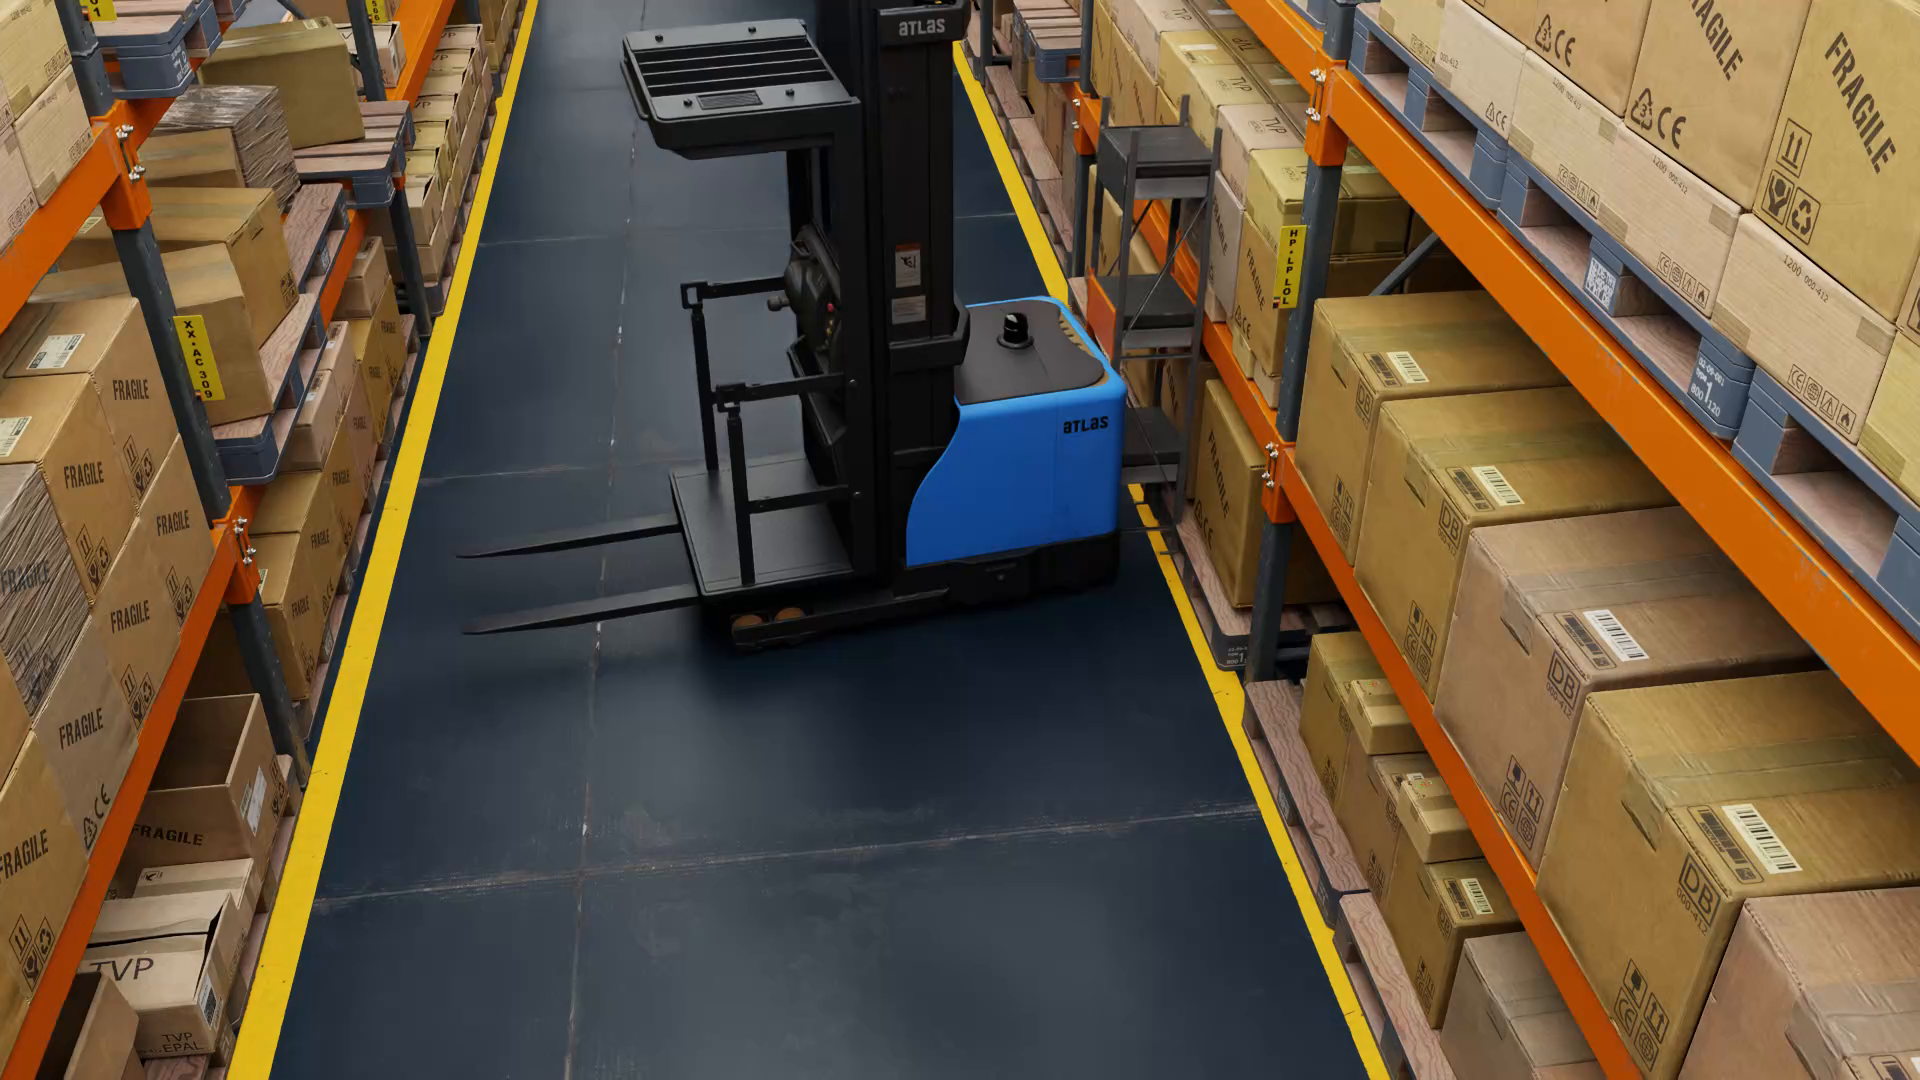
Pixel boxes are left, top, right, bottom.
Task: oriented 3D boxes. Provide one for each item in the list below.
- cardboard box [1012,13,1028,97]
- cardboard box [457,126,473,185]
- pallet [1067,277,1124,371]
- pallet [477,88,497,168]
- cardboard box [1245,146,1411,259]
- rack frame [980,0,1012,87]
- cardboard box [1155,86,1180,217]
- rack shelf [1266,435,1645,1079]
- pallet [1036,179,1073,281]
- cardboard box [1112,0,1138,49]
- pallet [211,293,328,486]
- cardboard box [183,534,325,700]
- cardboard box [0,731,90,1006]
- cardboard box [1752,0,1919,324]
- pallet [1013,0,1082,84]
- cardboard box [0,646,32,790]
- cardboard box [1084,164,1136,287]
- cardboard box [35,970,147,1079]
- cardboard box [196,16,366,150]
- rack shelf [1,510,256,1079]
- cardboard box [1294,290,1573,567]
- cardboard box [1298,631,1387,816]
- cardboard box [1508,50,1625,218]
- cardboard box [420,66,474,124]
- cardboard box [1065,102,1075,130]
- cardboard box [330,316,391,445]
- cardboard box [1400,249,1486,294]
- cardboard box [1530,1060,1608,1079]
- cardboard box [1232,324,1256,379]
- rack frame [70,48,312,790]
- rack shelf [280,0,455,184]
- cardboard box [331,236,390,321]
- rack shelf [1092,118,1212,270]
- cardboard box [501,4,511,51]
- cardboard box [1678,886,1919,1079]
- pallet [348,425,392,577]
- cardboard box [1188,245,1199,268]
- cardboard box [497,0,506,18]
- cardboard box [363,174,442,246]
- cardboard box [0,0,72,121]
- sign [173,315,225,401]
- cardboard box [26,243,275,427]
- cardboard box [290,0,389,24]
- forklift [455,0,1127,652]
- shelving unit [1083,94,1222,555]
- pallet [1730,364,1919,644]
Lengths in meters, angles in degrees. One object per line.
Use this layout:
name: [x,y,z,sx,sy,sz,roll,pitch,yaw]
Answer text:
cardboard box: [0.785,-3.803,12.995,0.700,0.500,0.500,-3,34,-5]
cardboard box: [-3.693,-2.662,11.561,0.500,0.250,0.500,-4,34,-5]
pallet: [1.239,-1.233,9.872,1.003,0.211,1.213,-4,35,-6]
pallet: [-4.101,-3.126,12.649,1.003,0.211,1.213,-4,35,-6]
cardboard box: [1.429,-1.323,6.491,0.500,0.250,0.500,-4,34,-5]
rack frame: [0.670,-5.063,13.016,1.000,3.000,0.127,-4,35,-6]
cardboard box: [1.224,-1.853,7.935,0.500,0.500,0.500,-3,34,-5]
rack shelf: [2.014,0.814,5.030,1.077,0.370,4.000,-4,35,-6]
pallet: [1.104,-2.115,11.166,1.003,0.211,1.213,-4,35,-6]
cardboard box: [1.086,-2.741,8.572,0.500,0.250,0.500,-5,35,-7]
pallet: [-3.162,-0.597,6.632,1.003,0.211,1.213,-4,35,-6]
cardboard box: [-2.986,0.341,6.915,0.500,0.500,0.500,-6,35,-9]
cardboard box: [-2.628,0.855,4.244,0.500,0.500,0.500,-4,34,-6]
cardboard box: [1.858,-0.737,3.010,0.500,0.500,0.500,-3,34,-5]
pallet: [1.006,-3.141,10.366,1.213,0.211,1.003,-4,35,-6]
cardboard box: [-2.633,0.434,3.973,0.500,0.500,0.500,-5,35,-7]
cardboard box: [1.176,-1.696,9.611,0.750,0.750,0.750,-5,35,-7]
cardboard box: [-2.905,1.676,4.953,0.797,0.503,0.637,-4,35,-6]
cardboard box: [-3.504,-2.326,8.538,0.700,0.500,0.500,-16,37,-22]
rack shelf: [-2.894,1.192,4.477,1.077,0.370,4.000,-4,35,-6]
cardboard box: [1.802,-0.419,5.935,0.980,0.700,0.700,-4,34,-6]
cardboard box: [1.744,0.686,6.427,0.700,0.500,0.500,-4,34,-6]
cardboard box: [1.708,-1.015,4.083,0.500,0.250,0.500,-5,35,-8]
cardboard box: [-3.759,-3.182,11.827,0.500,0.311,0.500,-4,35,-7]
cardboard box: [1.105,-2.674,11.339,0.700,0.500,0.500,-4,35,-6]
cardboard box: [-3.273,-0.810,8.604,0.500,0.500,0.500,-6,35,-8]
cardboard box: [1.933,-1.047,6.752,0.500,0.500,0.500,-6,35,-8]
cardboard box: [2.023,1.830,4.747,0.700,0.500,0.500,-4,35,-7]
cardboard box: [1.362,-0.810,6.980,0.380,0.149,0.250,-4,34,-5]
rack frame: [-3.163,-0.222,5.912,1.000,3.000,0.127,-4,35,-6]
rack shelf: [-3.970,-3.273,11.027,1.077,0.370,4.000,-4,35,-6]
cardboard box: [-3.330,-1.377,8.771,0.500,0.250,0.500,-3,34,-5]
rack shelf: [0.859,-1.536,7.360,0.431,0.518,0.480,-4,31,-9]
cardboard box: [-4.063,-4.284,13.942,0.500,0.250,0.500,-4,35,-6]
cardboard box: [2.205,1.225,3.522,0.980,0.700,0.700,-3,34,-4]
pallet: [-3.477,-0.203,8.360,1.003,0.211,1.213,-4,35,-6]
cardboard box: [1.292,-1.383,7.821,0.380,0.149,0.250,-5,35,-8]
cardboard box: [-4.066,-4.594,13.730,0.500,0.500,0.500,-4,35,-6]
cardboard box: [-3.480,-2.037,10.147,0.500,0.311,0.500,-3,34,-5]
cardboard box: [-2.828,-1.355,4.600,0.500,0.250,0.500,-4,35,-6]
sign: [-2.626,-0.625,5.735,0.100,0.325,0.005,-4,35,-6]
cardboard box: [-3.005,-0.718,6.178,0.700,0.500,0.500,-16,37,-22]
cardboard box: [-3.942,-3.430,10.531,0.500,0.500,0.500,-6,35,-9]
forklift: [-0.818,-1.038,7.171,3.031,2.935,1.130,-9,35,-13]
shelving unit: [0.842,-0.948,7.714,0.431,2.100,0.503,-4,31,-9]
pallet: [2.173,0.017,2.976,1.003,0.211,1.213,-4,35,-6]
